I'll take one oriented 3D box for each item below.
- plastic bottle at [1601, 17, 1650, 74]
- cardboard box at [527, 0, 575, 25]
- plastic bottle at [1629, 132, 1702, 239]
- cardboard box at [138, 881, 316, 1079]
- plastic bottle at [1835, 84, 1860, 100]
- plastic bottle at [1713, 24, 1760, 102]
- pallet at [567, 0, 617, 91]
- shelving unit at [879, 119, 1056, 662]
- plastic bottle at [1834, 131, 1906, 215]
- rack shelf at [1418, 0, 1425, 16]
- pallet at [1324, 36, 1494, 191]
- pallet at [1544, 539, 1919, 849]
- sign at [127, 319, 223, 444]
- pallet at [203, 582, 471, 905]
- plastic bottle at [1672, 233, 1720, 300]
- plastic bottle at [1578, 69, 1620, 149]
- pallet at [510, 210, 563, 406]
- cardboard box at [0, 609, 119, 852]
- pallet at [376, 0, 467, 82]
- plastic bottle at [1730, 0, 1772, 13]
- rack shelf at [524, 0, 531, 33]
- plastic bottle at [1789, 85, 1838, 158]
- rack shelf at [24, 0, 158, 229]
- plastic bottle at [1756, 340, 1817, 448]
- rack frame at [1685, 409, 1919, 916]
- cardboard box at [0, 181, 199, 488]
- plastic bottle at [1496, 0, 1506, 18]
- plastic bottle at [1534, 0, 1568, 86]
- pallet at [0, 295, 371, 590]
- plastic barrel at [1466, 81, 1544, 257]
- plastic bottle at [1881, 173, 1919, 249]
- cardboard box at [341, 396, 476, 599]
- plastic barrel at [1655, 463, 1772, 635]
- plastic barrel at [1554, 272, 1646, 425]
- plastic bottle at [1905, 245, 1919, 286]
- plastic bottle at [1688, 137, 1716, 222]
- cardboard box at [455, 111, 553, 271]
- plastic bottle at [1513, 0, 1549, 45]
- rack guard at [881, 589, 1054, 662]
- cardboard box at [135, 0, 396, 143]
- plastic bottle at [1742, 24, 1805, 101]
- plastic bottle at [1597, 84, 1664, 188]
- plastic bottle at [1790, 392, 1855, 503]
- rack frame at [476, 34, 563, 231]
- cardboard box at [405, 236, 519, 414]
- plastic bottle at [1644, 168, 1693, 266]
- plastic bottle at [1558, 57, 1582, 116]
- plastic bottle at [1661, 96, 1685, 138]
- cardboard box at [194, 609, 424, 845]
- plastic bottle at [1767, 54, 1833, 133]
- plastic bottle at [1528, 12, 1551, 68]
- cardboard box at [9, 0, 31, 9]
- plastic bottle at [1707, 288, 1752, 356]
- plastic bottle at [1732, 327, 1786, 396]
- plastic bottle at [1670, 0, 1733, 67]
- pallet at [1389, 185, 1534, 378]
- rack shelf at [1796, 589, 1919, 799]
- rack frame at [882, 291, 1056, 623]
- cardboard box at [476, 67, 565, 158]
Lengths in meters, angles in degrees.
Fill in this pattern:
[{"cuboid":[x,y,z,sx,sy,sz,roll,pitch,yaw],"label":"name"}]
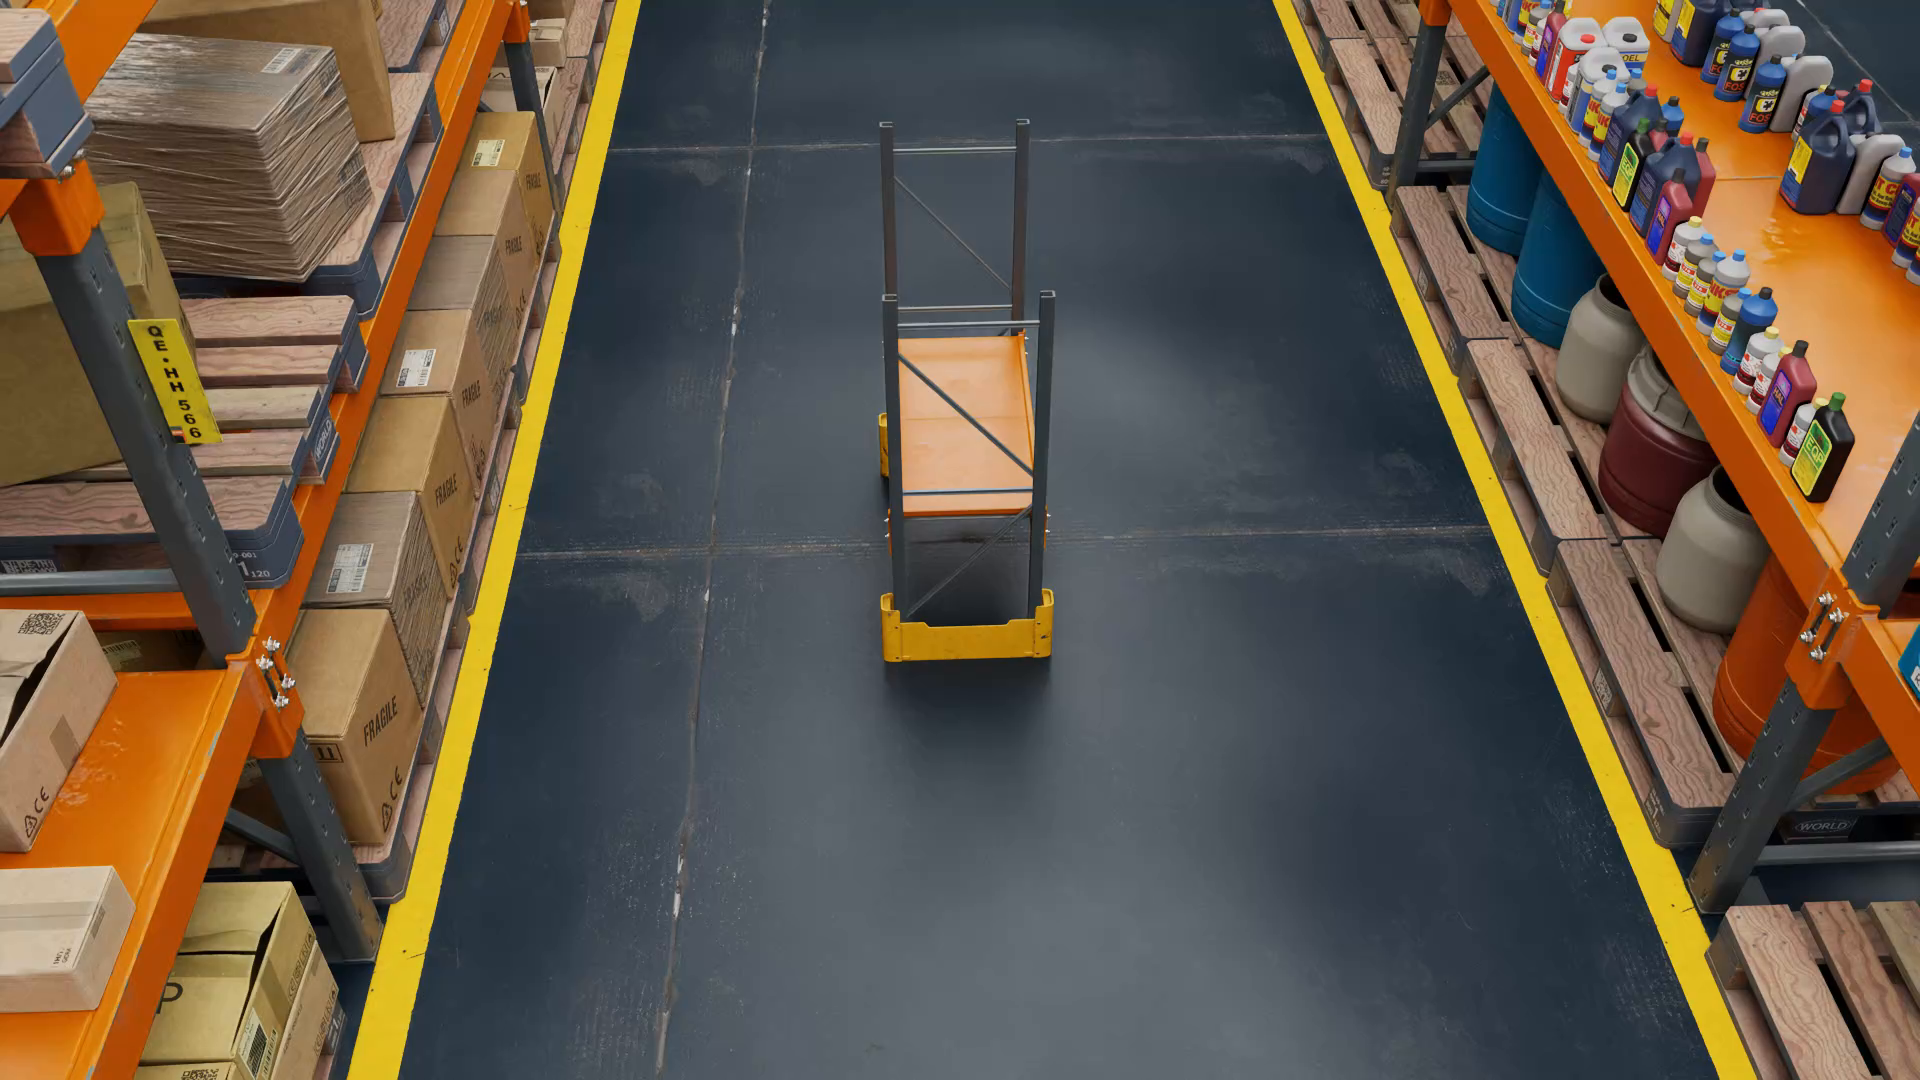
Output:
[{"cuboid":[2.388,-1.739,6.019,0.152,0.276,0.135,-2,43,-2],"label":"plastic bottle"},{"cuboid":[-2.476,-3.099,8.933,0.797,0.503,0.637,-2,43,-2],"label":"cardboard box"},{"cuboid":[2.271,-1.151,5.322,0.144,0.351,0.185,-2,43,-2],"label":"plastic bottle"},{"cuboid":[-1.953,1.110,4.128,0.500,0.311,0.500,-1,43,-1],"label":"cardboard box"},{"cuboid":[3.005,-1.439,5.687,0.061,0.283,0.133,-2,43,-2],"label":"plastic bottle"},{"cuboid":[2.816,-1.730,6.013,0.097,0.271,0.097,0,43,0],"label":"plastic bottle"},{"cuboid":[-2.474,-2.850,9.203,1.003,0.211,1.213,-2,43,-2],"label":"pallet"},{"cuboid":[0.003,-0.501,5.687,0.587,1.500,1.083,-2,43,-2],"label":"shelving unit"},{"cuboid":[2.973,-1.220,5.453,0.152,0.276,0.135,-2,43,-2],"label":"plastic bottle"},{"cuboid":[2.473,-3.813,8.723,1.077,0.370,4.000,-2,43,-2],"label":"rack shelf"},{"cuboid":[2.488,-2.196,8.489,1.003,0.211,1.213,-2,43,-2],"label":"pallet"},{"cuboid":[2.653,0.469,5.582,1.003,0.211,1.213,-2,43,-2],"label":"pallet"},{"cuboid":[-1.667,-0.333,3.537,0.100,0.325,0.005,-2,43,-2],"label":"sign"},{"cuboid":[-2.215,0.634,5.402,1.003,0.211,1.213,-2,43,-2],"label":"pallet"},{"cuboid":[2.263,-0.844,5.098,0.097,0.201,0.097,0,43,0],"label":"plastic bottle"},{"cuboid":[2.224,-1.497,5.758,0.097,0.271,0.097,0,43,0],"label":"plastic bottle"},{"cuboid":[-2.319,-1.013,7.199,1.003,0.211,1.213,-2,43,-2],"label":"pallet"},{"cuboid":[-2.250,0.391,3.669,0.500,0.311,0.500,1,43,1],"label":"cardboard box"},{"cuboid":[-2.466,-1.975,6.327,1.003,0.211,1.213,-2,43,-2],"label":"pallet"},{"cuboid":[2.932,-1.974,6.221,0.144,0.351,0.185,-2,43,-2],"label":"plastic bottle"},{"cuboid":[-2.476,-3.674,8.571,1.077,0.370,4.000,-2,43,-2],"label":"rack shelf"},{"cuboid":[2.927,-1.420,5.675,0.097,0.271,0.097,0,43,0],"label":"plastic bottle"},{"cuboid":[-2.306,-2.079,4.611,1.077,0.370,4.000,-2,43,-2],"label":"rack shelf"},{"cuboid":[2.274,-0.402,4.555,0.061,0.283,0.133,-2,43,-2],"label":"plastic bottle"},{"cuboid":[2.728,-0.028,4.061,1.000,3.000,0.127,-2,43,-2],"label":"rack frame"},{"cuboid":[-2.361,-0.502,4.193,0.700,0.500,0.500,-15,45,-16],"label":"cardboard box"},{"cuboid":[2.180,-2.188,6.512,0.097,0.271,0.097,0,43,0],"label":"plastic bottle"},{"cuboid":[2.185,-1.826,6.109,0.061,0.283,0.133,-2,43,-2],"label":"plastic bottle"},{"cuboid":[-2.320,-0.273,4.470,1.213,0.211,1.003,-2,43,-2],"label":"pallet"},{"cuboid":[2.564,-1.742,7.173,0.600,0.901,0.708,-2,43,-2],"label":"plastic barrel"},{"cuboid":[3.029,-1.068,5.281,0.061,0.283,0.133,-2,43,-2],"label":"plastic bottle"},{"cuboid":[-1.999,-0.137,5.704,0.500,0.500,0.500,-2,43,-2],"label":"cardboard box"},{"cuboid":[2.577,0.026,5.532,0.421,0.512,0.421,0,43,0],"label":"plastic barrel"},{"cuboid":[2.529,-0.737,6.364,0.421,0.512,0.421,0,43,0],"label":"plastic barrel"},{"cuboid":[3.020,-0.919,5.128,0.097,0.271,0.097,0,43,0],"label":"plastic bottle"},{"cuboid":[2.372,-1.146,5.367,0.061,0.283,0.133,-2,43,-2],"label":"plastic bottle"},{"cuboid":[-2.084,-1.505,7.196,0.500,0.500,0.500,-2,43,-2],"label":"cardboard box"},{"cuboid":[2.190,-2.031,6.342,0.097,0.271,0.097,0,43,0],"label":"plastic bottle"},{"cuboid":[0.024,0.296,5.743,0.587,0.250,0.087,-2,43,-2],"label":"rack guard"},{"cuboid":[-2.255,-1.590,5.379,0.700,0.500,0.500,-12,44,-13],"label":"cardboard box"},{"cuboid":[2.940,-1.748,6.029,0.152,0.276,0.135,-2,43,-2],"label":"plastic bottle"},{"cuboid":[2.257,-1.366,5.557,0.144,0.351,0.185,-2,43,-2],"label":"plastic bottle"},{"cuboid":[2.284,-0.246,4.385,0.061,0.283,0.133,-2,43,-2],"label":"plastic bottle"},{"cuboid":[-2.391,-2.589,6.854,1.000,3.000,0.127,-2,43,-2],"label":"rack frame"},{"cuboid":[-2.051,-0.832,6.462,0.500,0.500,0.500,-1,43,-1],"label":"cardboard box"},{"cuboid":[2.236,-1.017,5.226,0.061,0.283,0.133,-2,43,-2],"label":"plastic bottle"},{"cuboid":[2.214,-1.628,5.953,0.097,0.201,0.097,0,43,0],"label":"plastic bottle"},{"cuboid":[2.376,-1.370,5.619,0.097,0.271,0.097,0,43,0],"label":"plastic bottle"},{"cuboid":[-1.955,0.555,4.949,0.500,0.500,0.500,0,43,0],"label":"cardboard box"},{"cuboid":[2.950,-1.591,5.858,0.152,0.276,0.135,-2,43,-2],"label":"plastic bottle"},{"cuboid":[2.198,-1.874,6.222,0.097,0.201,0.097,0,43,0],"label":"plastic bottle"},{"cuboid":[-2.274,-1.325,3.181,0.910,0.500,0.500,-2,43,-2],"label":"cardboard box"},{"cuboid":[2.275,-0.647,4.883,0.097,0.201,0.097,0,43,0],"label":"plastic bottle"},{"cuboid":[2.284,-0.516,4.740,0.097,0.201,0.097,0,43,0],"label":"plastic bottle"},{"cuboid":[2.788,-1.970,6.216,0.144,0.351,0.185,-2,43,-2],"label":"plastic bottle"},{"cuboid":[2.549,-1.178,7.379,1.003,0.211,1.213,-2,43,-2],"label":"pallet"},{"cuboid":[2.813,1.587,2.831,1.077,0.370,4.000,-2,43,-2],"label":"rack shelf"},{"cuboid":[0.025,-0.152,5.306,0.500,1.500,0.032,-2,43,-2],"label":"rack frame"},{"cuboid":[-2.193,-2.049,7.930,0.500,0.311,0.500,-2,43,-2],"label":"cardboard box"}]
